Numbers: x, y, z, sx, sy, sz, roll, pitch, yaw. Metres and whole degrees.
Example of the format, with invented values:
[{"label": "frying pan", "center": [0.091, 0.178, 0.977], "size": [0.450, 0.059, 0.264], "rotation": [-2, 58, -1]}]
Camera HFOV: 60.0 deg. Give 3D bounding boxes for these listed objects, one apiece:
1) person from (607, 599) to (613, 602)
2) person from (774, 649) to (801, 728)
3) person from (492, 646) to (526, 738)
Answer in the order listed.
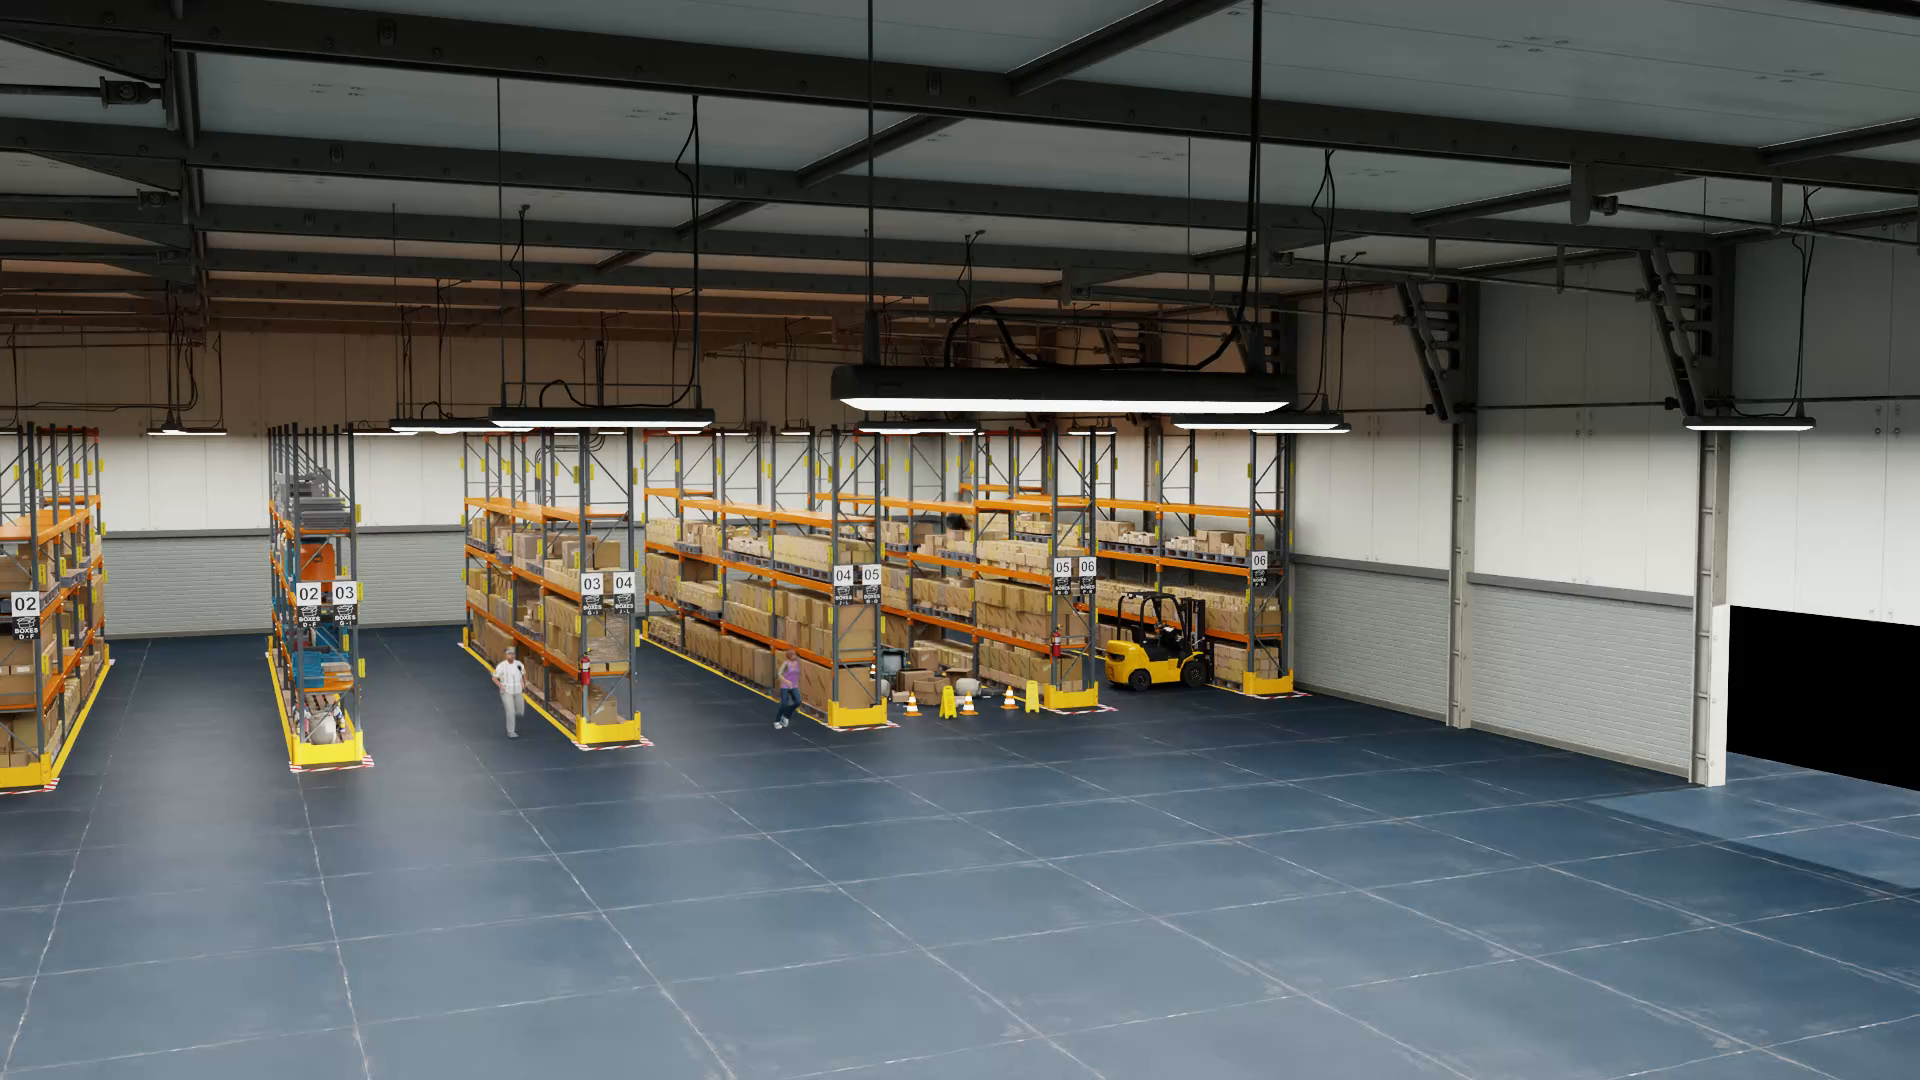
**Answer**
[{"label": "person", "center": [-9.905, 2.025, 46.503], "size": [0.773, 1.757, 0.685], "rotation": [0, 4, -7]}, {"label": "person", "center": [-3.360, 2.930, 32.871], "size": [0.590, 1.545, 0.562], "rotation": [-3, 5, -44]}, {"label": "person", "center": [-8.641, 2.905, 31.956], "size": [0.664, 1.722, 0.645], "rotation": [-2, 4, -34]}]
